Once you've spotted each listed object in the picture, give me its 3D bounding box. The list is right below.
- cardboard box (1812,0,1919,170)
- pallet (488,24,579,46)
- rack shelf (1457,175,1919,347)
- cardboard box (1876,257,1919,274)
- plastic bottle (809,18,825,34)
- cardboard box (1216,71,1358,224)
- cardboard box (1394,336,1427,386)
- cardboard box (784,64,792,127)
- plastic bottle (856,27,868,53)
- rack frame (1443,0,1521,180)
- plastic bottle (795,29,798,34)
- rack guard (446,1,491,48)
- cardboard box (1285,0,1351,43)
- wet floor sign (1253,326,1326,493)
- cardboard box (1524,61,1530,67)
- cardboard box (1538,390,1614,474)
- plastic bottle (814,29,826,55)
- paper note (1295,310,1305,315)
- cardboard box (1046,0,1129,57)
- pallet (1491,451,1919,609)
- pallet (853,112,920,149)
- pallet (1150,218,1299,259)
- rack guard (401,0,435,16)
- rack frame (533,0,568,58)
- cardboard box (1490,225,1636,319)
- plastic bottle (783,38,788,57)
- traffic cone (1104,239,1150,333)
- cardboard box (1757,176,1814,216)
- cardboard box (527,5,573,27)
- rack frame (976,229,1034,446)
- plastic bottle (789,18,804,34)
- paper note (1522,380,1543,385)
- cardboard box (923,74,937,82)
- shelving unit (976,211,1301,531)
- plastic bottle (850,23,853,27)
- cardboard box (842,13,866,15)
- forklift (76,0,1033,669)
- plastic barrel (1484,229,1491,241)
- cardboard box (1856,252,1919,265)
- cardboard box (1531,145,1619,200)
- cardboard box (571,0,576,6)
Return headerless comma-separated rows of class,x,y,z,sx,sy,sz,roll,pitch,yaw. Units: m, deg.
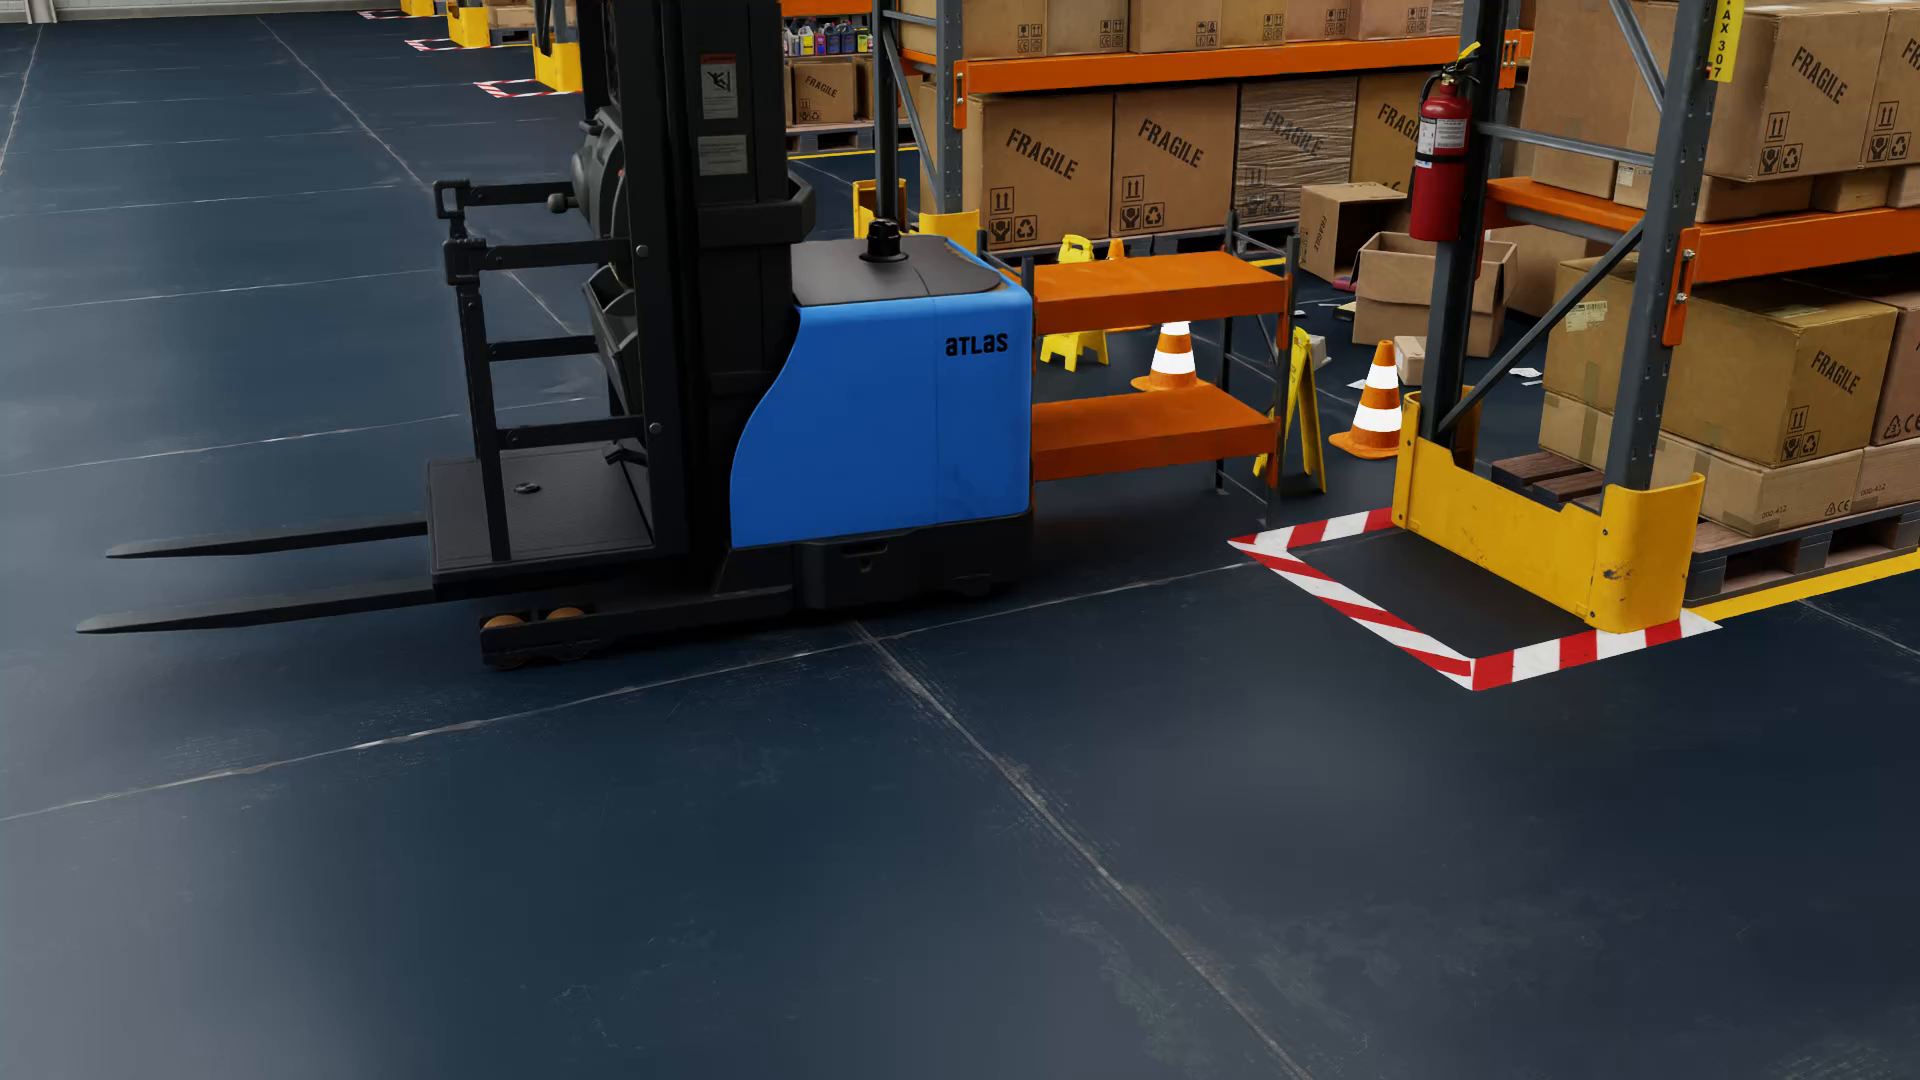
cardboard box,2.997,-1.538,5.524,0.500,0.500,0.500,-10,24,-22
pallet,-5.936,-6.967,22.805,1.213,0.211,1.003,-10,25,-24
rack shelf,3.787,-1.284,6.370,4.000,0.370,1.077,-10,25,-24
cardboard box,3.777,-0.766,6.244,0.500,0.500,0.500,-10,24,-23
plastic bottle,-1.702,-6.009,19.733,0.185,0.351,0.144,-10,25,-24
cardboard box,1.943,-2.618,10.882,0.875,0.875,0.875,-10,25,-23
cardboard box,2.289,-0.881,8.183,0.250,0.149,0.380,2,23,4
cardboard box,-1.743,-3.837,14.316,0.500,0.500,0.500,-6,23,-14
plastic bottle,-1.148,-5.825,19.376,0.133,0.283,0.061,-9,24,-21
rack frame,3.351,-3.637,11.115,0.127,3.000,1.000,-10,25,-24
plastic bottle,-1.844,-5.758,19.214,0.133,0.283,0.061,-10,25,-24
rack guard,-6.628,-6.955,22.399,0.348,0.500,1.175,-10,25,-24
cardboard box,2.000,-3.493,10.570,0.550,0.550,0.875,-10,25,-24
wet floor sign,1.349,-0.534,6.696,0.232,0.644,0.267,-2,23,-5
cardboard box,4.742,-3.084,12.172,0.750,0.750,1.050,-10,25,-24
cardboard box,2.618,-0.439,6.434,0.500,0.250,0.500,-11,25,-24
plastic bottle,-1.614,-5.739,19.169,0.133,0.283,0.061,-9,24,-20
paper note,1.858,-1.269,9.278,0.142,0.017,0.144,-2,23,-5
cardboard box,0.547,-3.219,9.908,0.550,0.550,0.875,-10,25,-24
pallet,2.800,-0.131,6.291,1.213,0.211,1.003,-10,25,-24
pallet,-0.400,-3.747,15.027,1.213,0.211,1.003,-10,25,-24
pallet,1.531,-2.046,10.916,1.213,0.211,1.003,-10,25,-24
rack guard,-8.690,-8.678,26.562,0.348,0.500,1.175,-10,25,-24
rack frame,-4.462,-6.407,17.805,0.127,3.000,1.000,-10,25,-24
cardboard box,3.308,-1.516,9.076,0.503,0.637,0.797,-10,25,-24
plastic bottle,-2.019,-5.634,19.023,0.097,0.201,0.097,0,22,0
traffic cone,0.841,-1.400,9.027,0.334,0.463,0.336,-10,25,-24
cardboard box,2.602,-1.200,5.556,0.250,0.149,0.380,-10,25,-23
cardboard box,-5.578,-7.134,22.609,0.500,0.250,0.500,-10,25,-24
rack frame,0.155,-0.518,6.029,0.032,1.125,0.500,-8,24,-18
plastic bottle,-1.935,-6.027,19.777,0.185,0.351,0.144,-12,25,-26
paper note,2.788,-0.764,8.083,0.123,0.001,0.032,-10,25,-24
cardboard box,-0.125,-4.122,15.005,0.500,0.500,0.500,-13,26,-28
shelving unit,0.635,-0.581,6.184,1.048,1.125,0.538,-8,24,-18
plastic bottle,-1.335,-6.111,20.083,0.097,0.271,0.097,0,22,0
cardboard box,-1.605,-7.854,24.348,0.500,0.250,0.500,-11,25,-25
forklift,-1.323,-1.172,5.249,3.031,2.935,1.130,-7,24,-16
plastic barrel,2.994,-1.730,9.876,0.421,0.421,0.512,6,23,13
cardboard box,3.520,-0.946,6.680,0.500,0.500,0.500,-11,25,-25
cardboard box,2.229,-1.304,5.807,0.250,0.149,0.380,-10,24,-22
cardboard box,-5.132,-7.568,22.675,0.500,0.500,0.500,-10,25,-24
